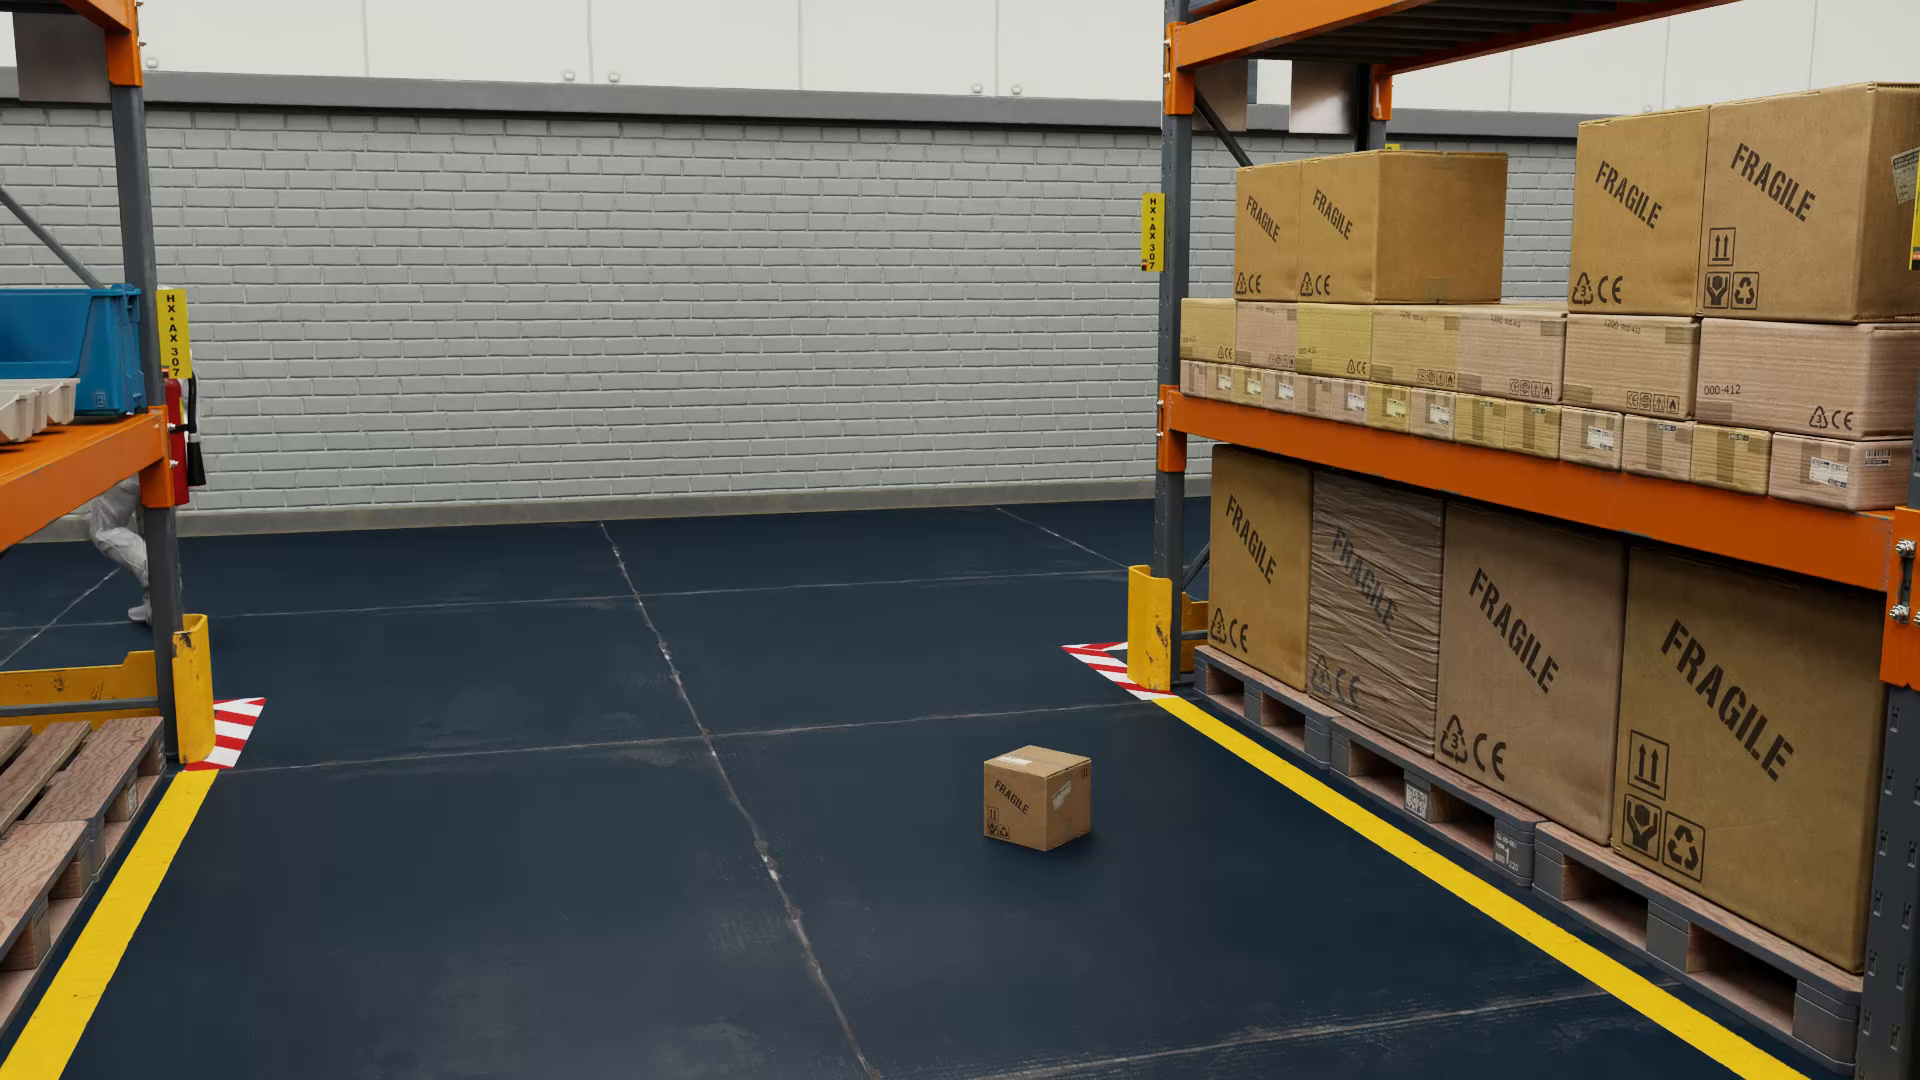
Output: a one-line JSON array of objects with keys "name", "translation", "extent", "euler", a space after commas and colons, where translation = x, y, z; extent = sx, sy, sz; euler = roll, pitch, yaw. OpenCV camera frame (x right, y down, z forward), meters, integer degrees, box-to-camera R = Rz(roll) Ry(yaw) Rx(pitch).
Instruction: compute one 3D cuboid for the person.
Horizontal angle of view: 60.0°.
[{"name": "person", "translation": [-4.083, -0.424, 8.329], "extent": [0.623, 1.754, 0.552], "euler": [6, 11, 31]}]
